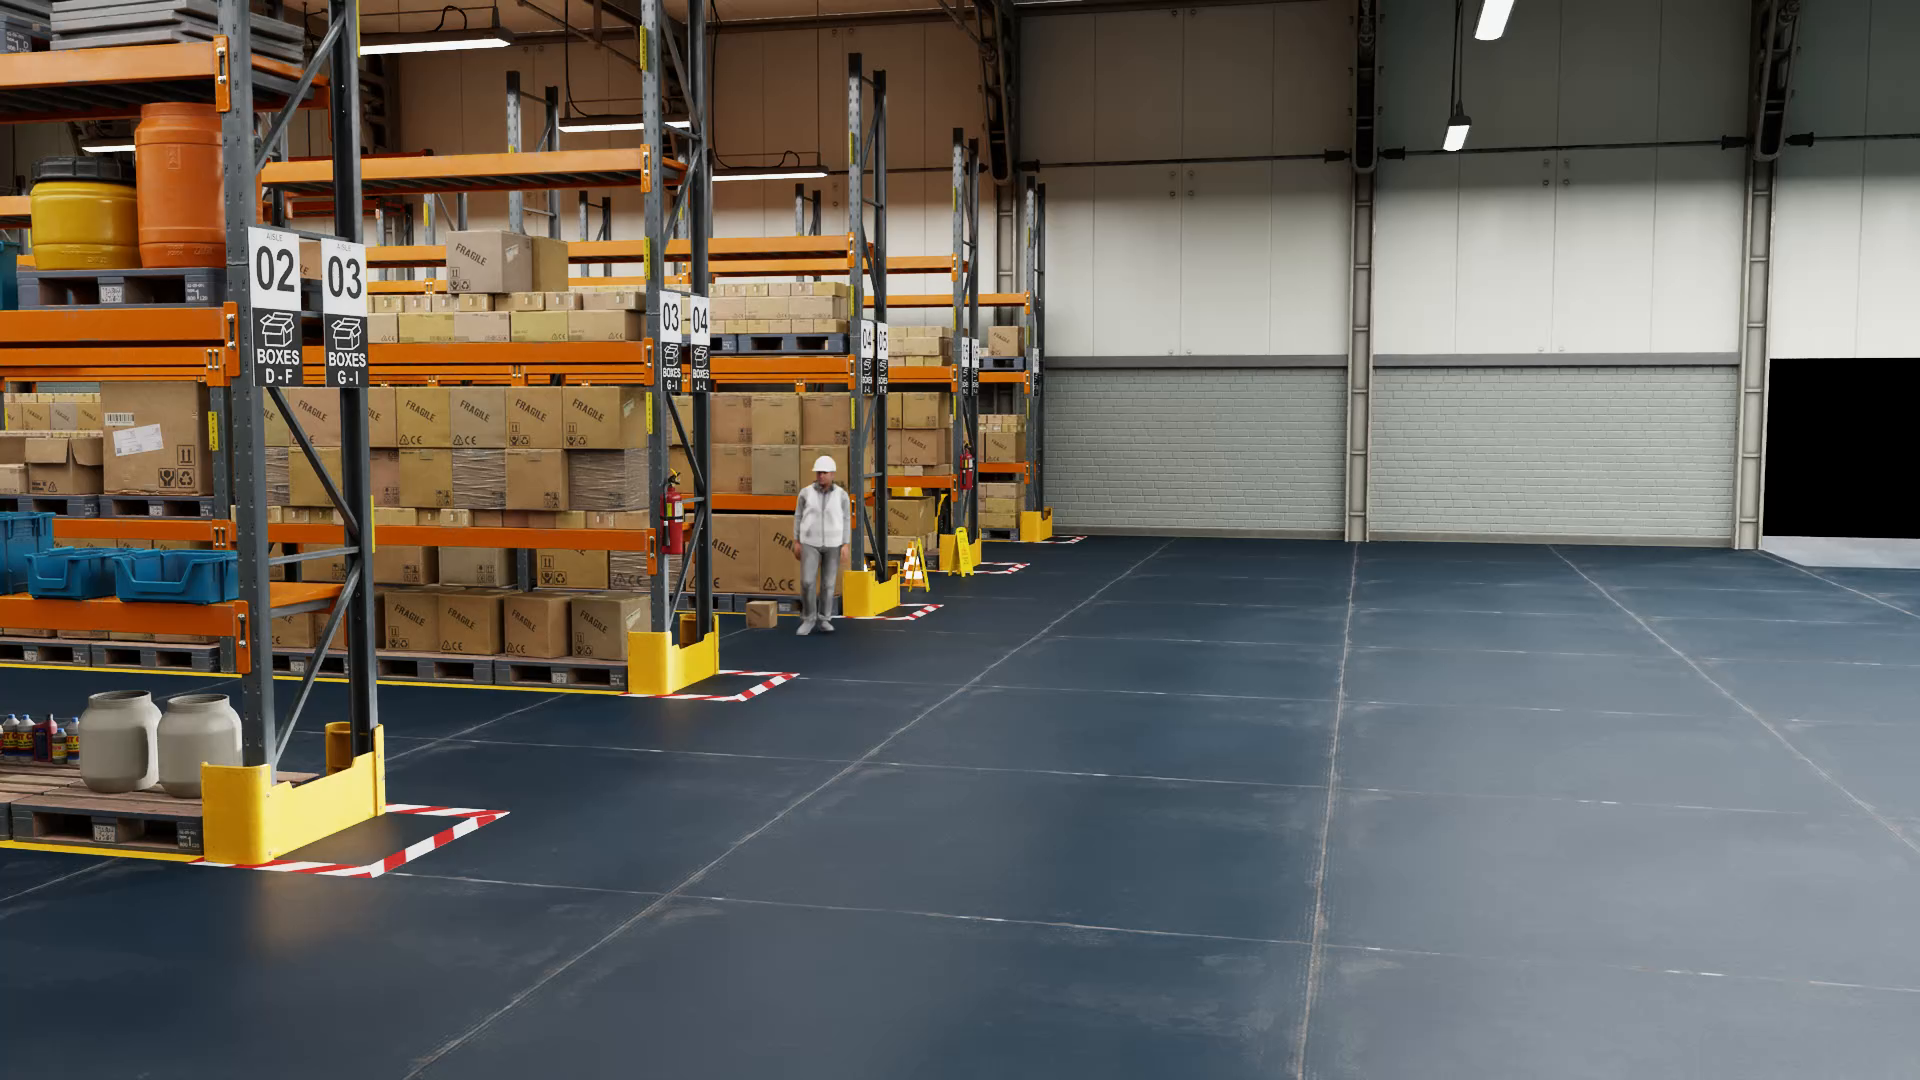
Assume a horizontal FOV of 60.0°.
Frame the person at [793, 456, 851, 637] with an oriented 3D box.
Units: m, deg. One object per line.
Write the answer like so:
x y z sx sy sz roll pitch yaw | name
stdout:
-1.373 0.052 16.585 0.563 1.783 0.490 -1 5 -12 | person
